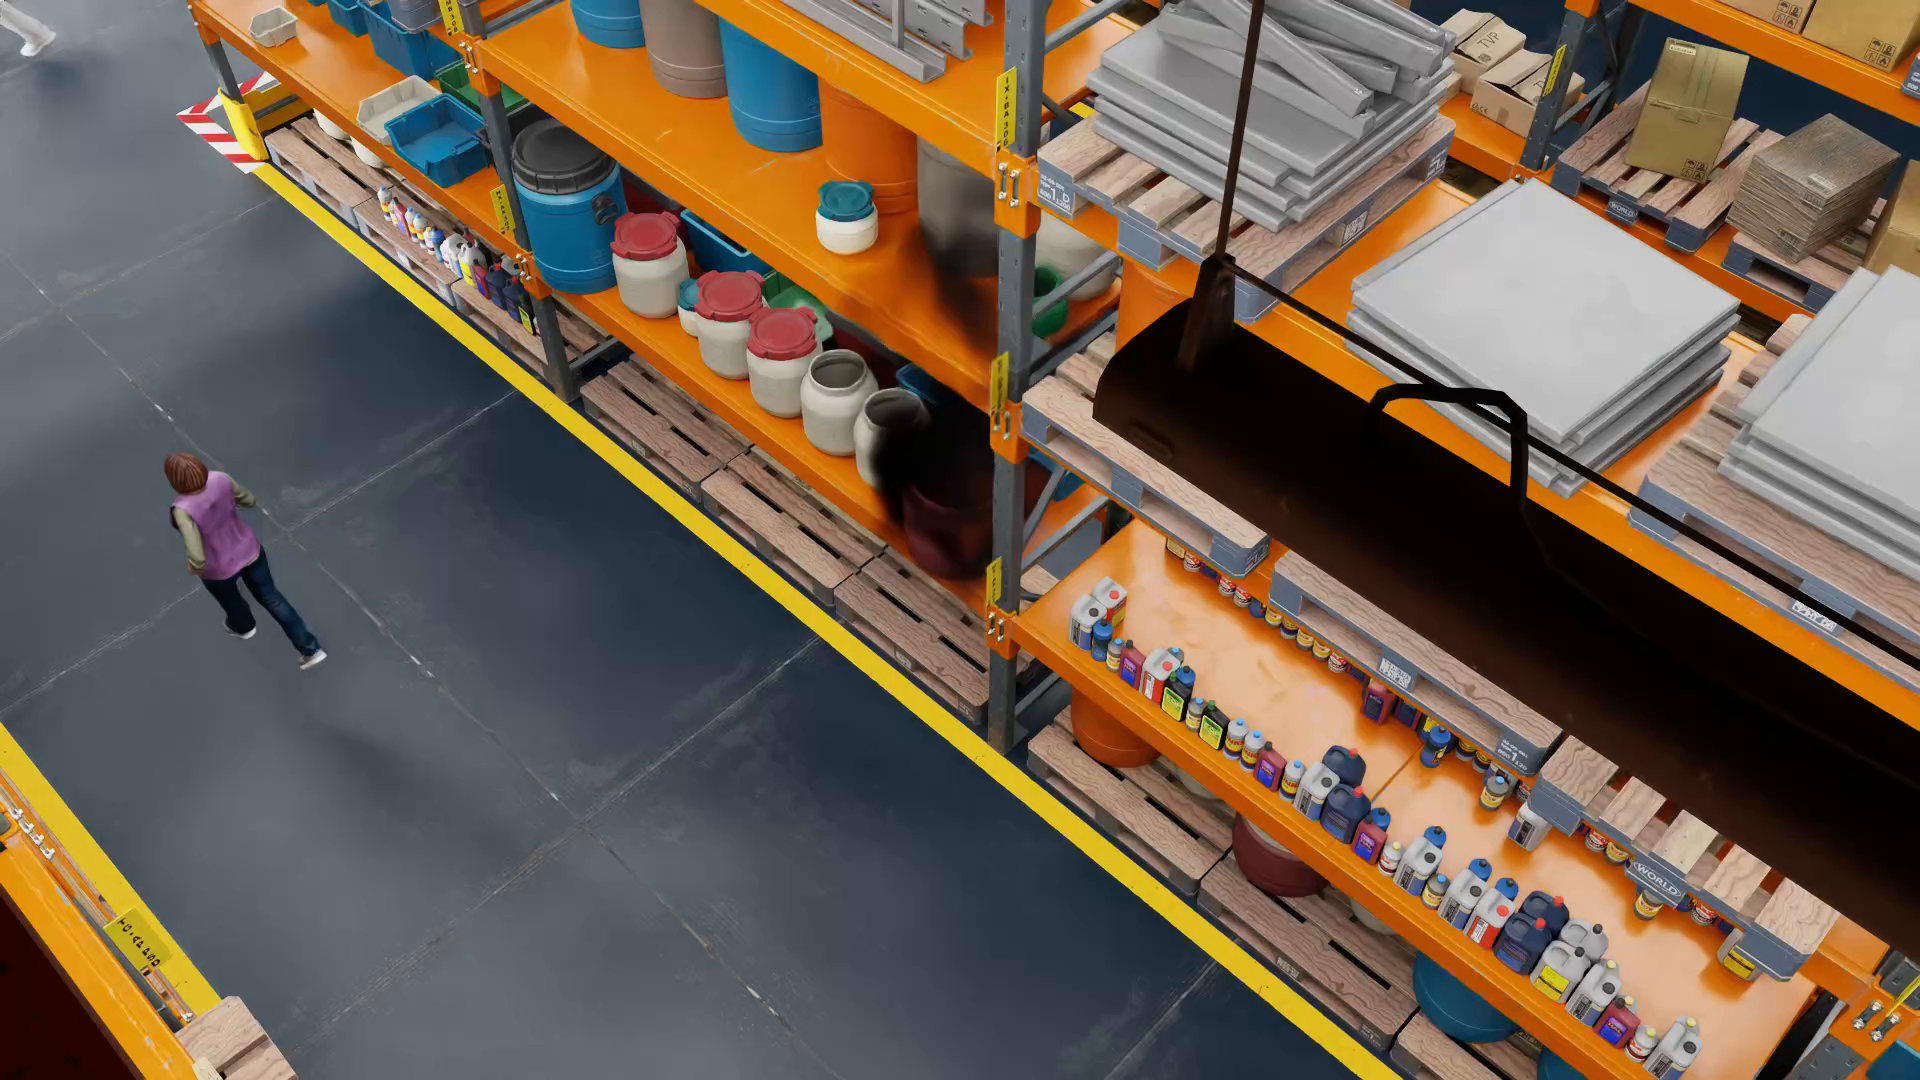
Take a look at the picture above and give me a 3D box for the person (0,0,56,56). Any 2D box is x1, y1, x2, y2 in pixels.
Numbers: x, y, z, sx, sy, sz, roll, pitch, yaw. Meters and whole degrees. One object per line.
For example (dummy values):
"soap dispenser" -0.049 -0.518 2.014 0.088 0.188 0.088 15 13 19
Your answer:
"person" -7.842 -4.538 13.023 0.948 1.825 0.697 -6 50 -5

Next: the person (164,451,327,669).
"person" -3.882 0.109 8.862 0.808 1.610 0.538 27 55 21
